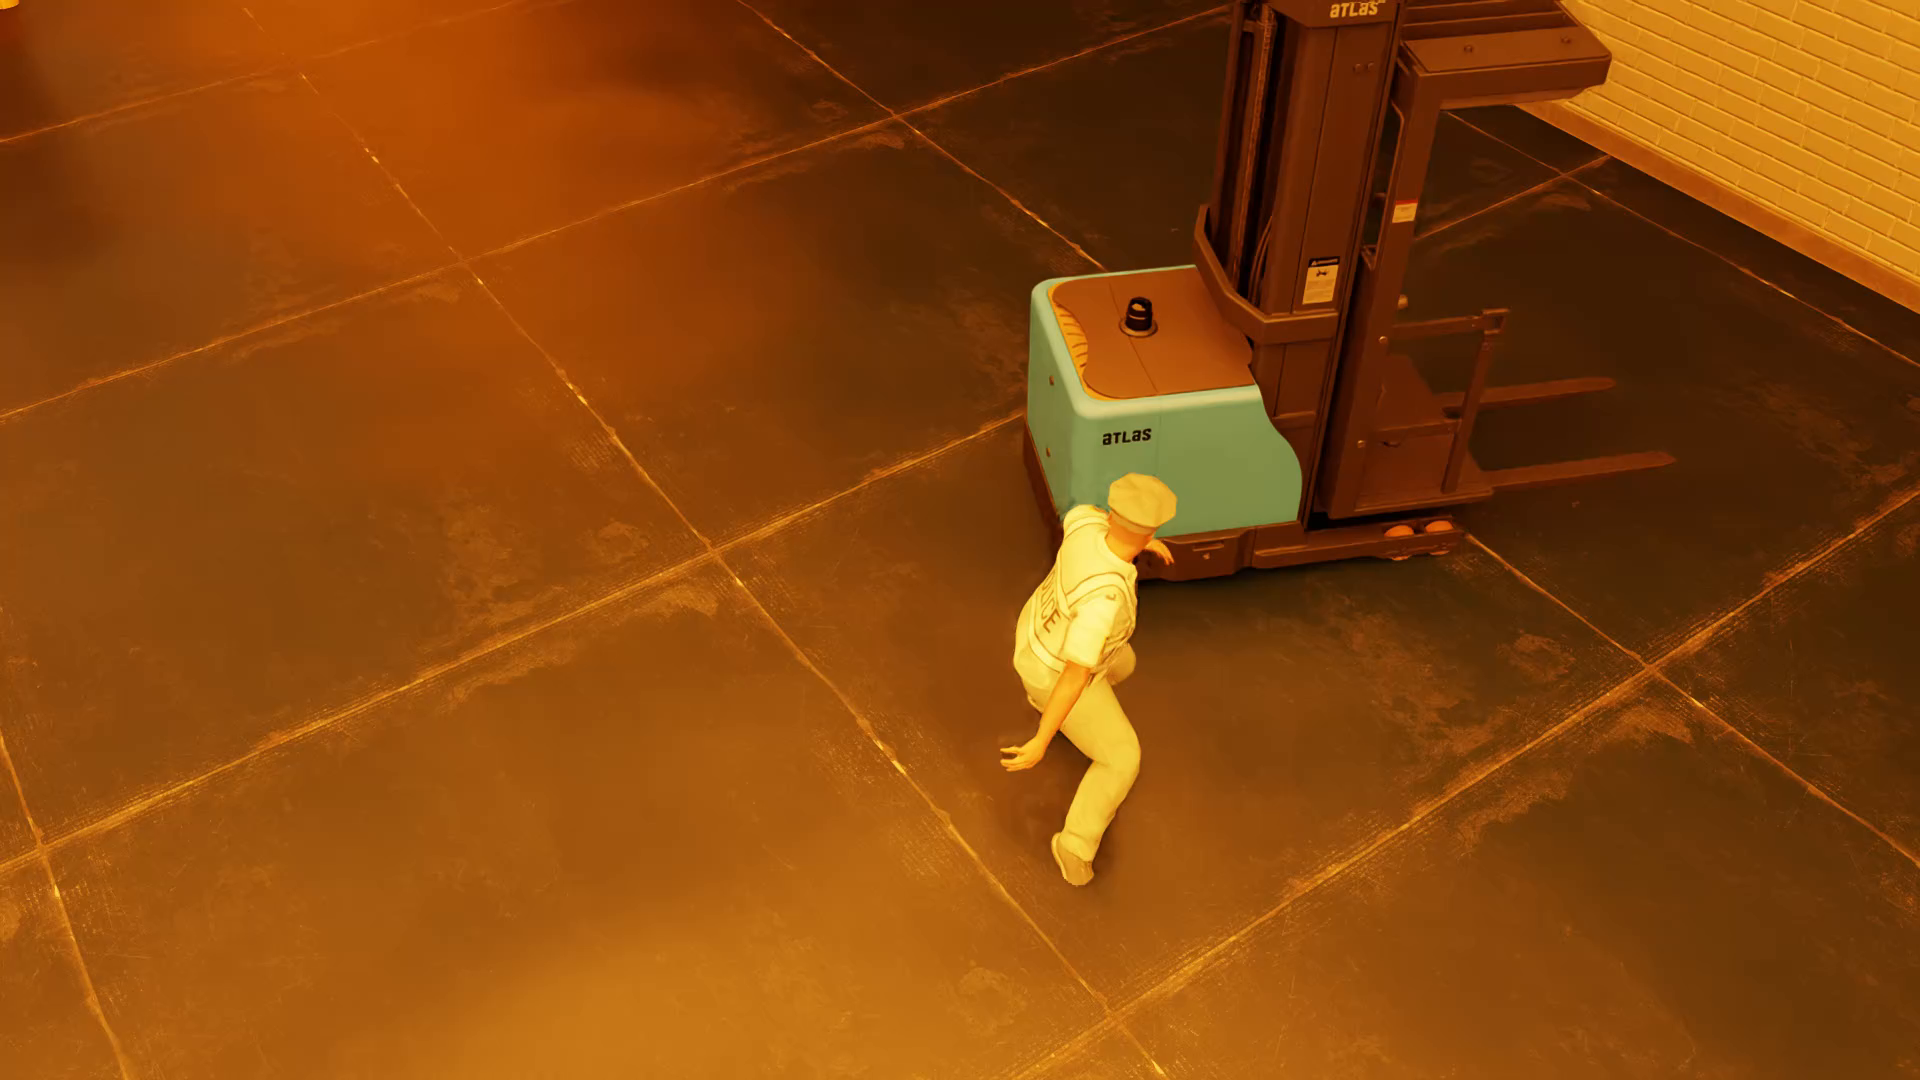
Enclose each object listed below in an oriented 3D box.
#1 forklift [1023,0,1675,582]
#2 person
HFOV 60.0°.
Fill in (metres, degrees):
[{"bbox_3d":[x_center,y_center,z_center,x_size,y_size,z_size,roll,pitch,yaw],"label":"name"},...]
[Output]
[{"bbox_3d":[1.877,-1.331,7.160,3.031,2.935,1.130,-7,43,-7],"label":"forklift"},{"bbox_3d":[0.486,0.506,6.256,0.586,1.710,1.063,4,43,5],"label":"person"}]
